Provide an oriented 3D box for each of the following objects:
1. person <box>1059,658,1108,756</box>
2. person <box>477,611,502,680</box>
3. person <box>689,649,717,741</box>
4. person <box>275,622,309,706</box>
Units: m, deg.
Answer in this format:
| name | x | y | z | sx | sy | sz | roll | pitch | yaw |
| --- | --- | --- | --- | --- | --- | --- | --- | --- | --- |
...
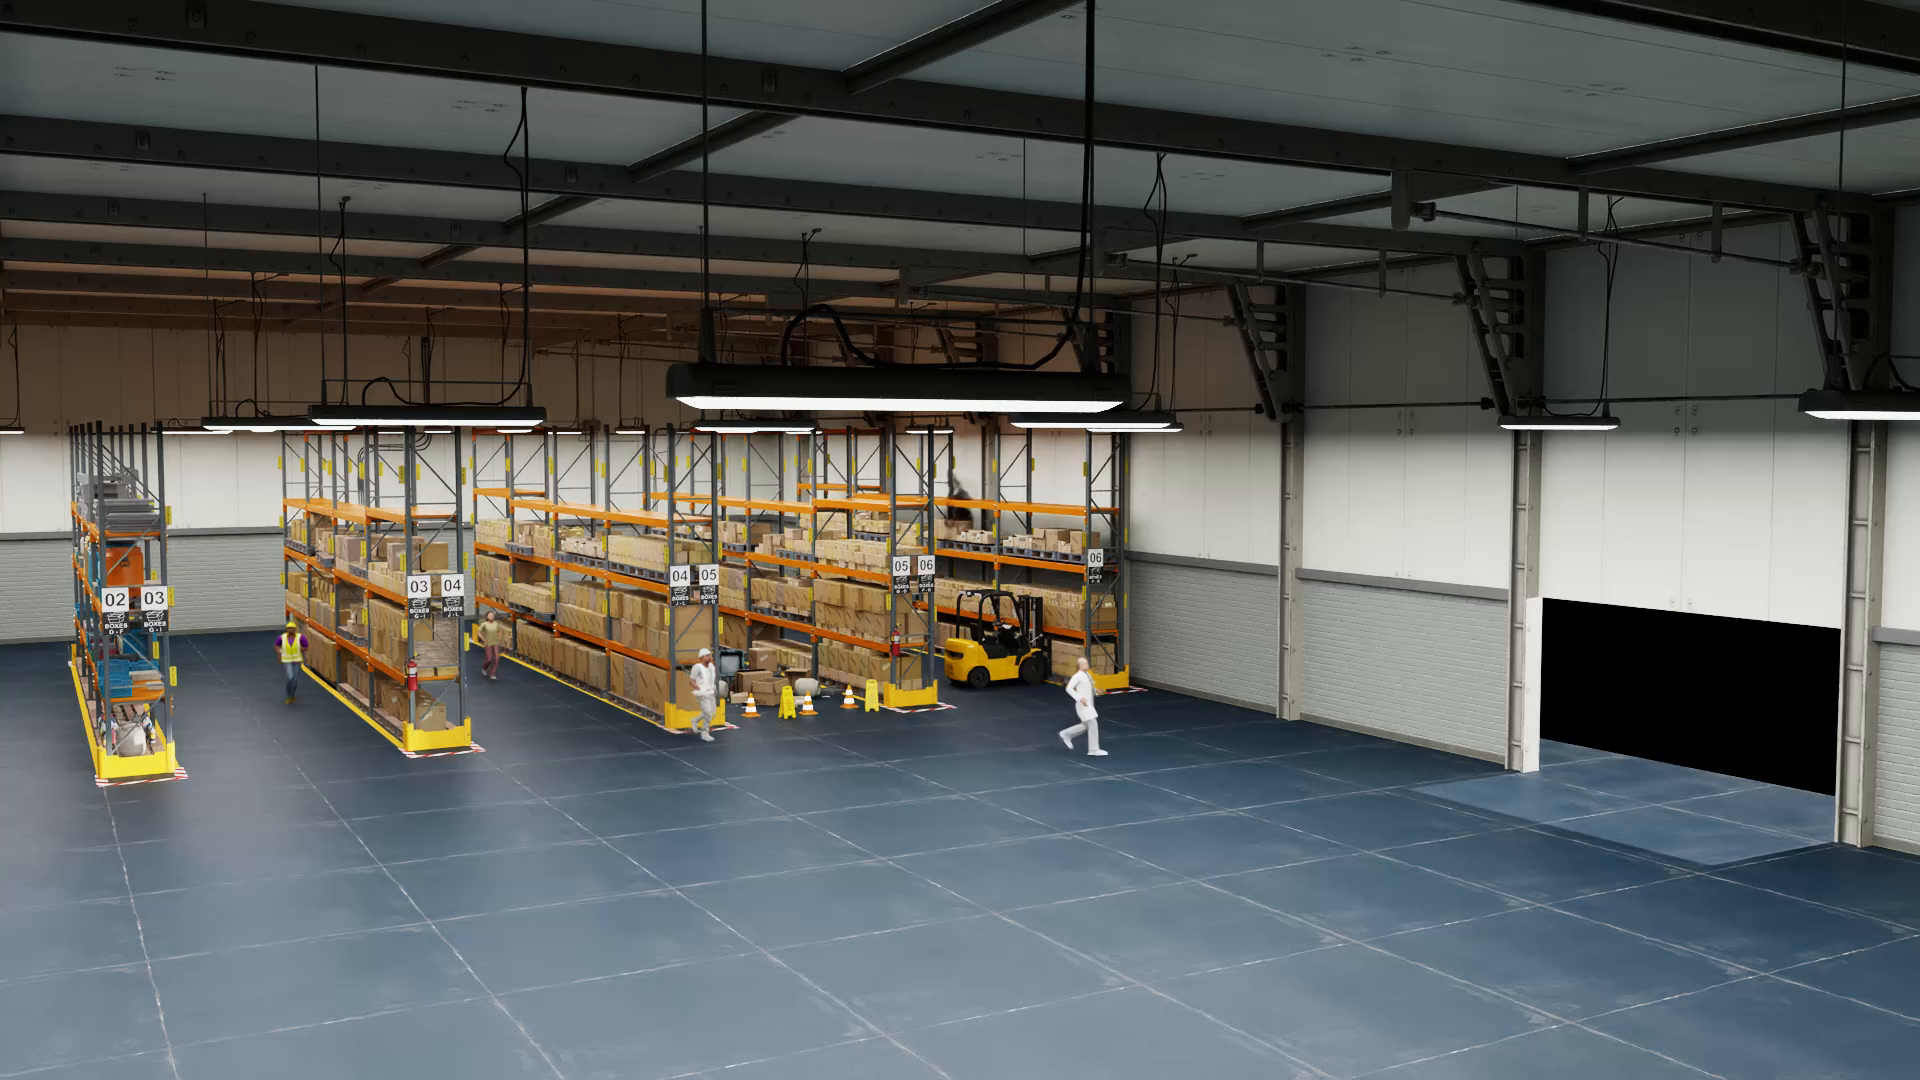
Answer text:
| name | x | y | z | sx | sy | sz | roll | pitch | yaw |
| --- | --- | --- | --- | --- | --- | --- | --- | --- | --- |
| person | 2.216 | 2.993 | 29.915 | 0.963 | 1.751 | 0.720 | 1 | 4 | 22 |
| person | -11.091 | 2.481 | 39.318 | 0.578 | 1.619 | 0.567 | -3 | 4 | -37 |
| person | -4.879 | 2.913 | 31.473 | 0.604 | 1.737 | 0.694 | 2 | 4 | 26 |
| person | -14.307 | 2.657 | 35.670 | 0.661 | 1.825 | 0.749 | -2 | 4 | -29 |
